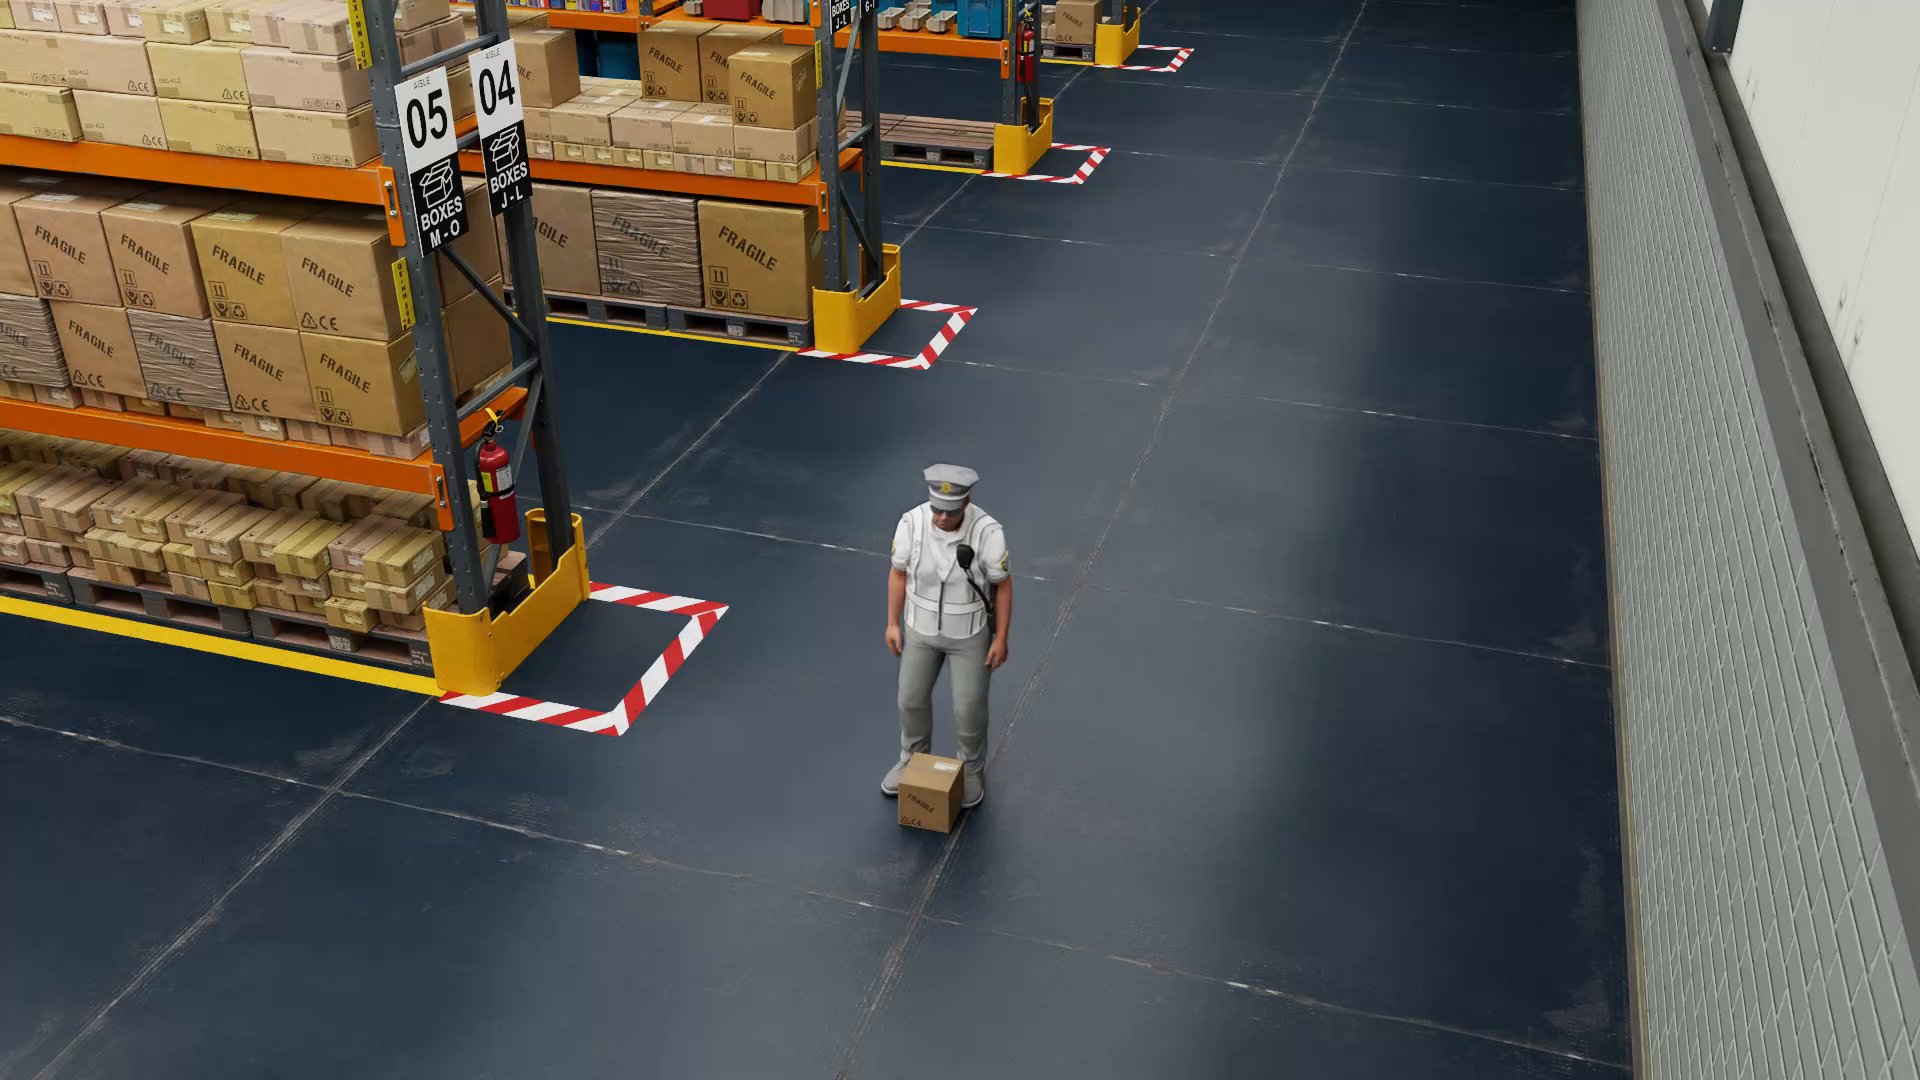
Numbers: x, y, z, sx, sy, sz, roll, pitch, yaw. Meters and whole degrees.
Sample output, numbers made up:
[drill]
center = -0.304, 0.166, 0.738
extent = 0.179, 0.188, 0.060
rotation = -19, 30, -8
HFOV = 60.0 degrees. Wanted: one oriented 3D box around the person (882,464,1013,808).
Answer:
[person]
center = -0.057, 0.414, 7.756
extent = 0.601, 1.747, 0.441
rotation = 7, 30, 12
